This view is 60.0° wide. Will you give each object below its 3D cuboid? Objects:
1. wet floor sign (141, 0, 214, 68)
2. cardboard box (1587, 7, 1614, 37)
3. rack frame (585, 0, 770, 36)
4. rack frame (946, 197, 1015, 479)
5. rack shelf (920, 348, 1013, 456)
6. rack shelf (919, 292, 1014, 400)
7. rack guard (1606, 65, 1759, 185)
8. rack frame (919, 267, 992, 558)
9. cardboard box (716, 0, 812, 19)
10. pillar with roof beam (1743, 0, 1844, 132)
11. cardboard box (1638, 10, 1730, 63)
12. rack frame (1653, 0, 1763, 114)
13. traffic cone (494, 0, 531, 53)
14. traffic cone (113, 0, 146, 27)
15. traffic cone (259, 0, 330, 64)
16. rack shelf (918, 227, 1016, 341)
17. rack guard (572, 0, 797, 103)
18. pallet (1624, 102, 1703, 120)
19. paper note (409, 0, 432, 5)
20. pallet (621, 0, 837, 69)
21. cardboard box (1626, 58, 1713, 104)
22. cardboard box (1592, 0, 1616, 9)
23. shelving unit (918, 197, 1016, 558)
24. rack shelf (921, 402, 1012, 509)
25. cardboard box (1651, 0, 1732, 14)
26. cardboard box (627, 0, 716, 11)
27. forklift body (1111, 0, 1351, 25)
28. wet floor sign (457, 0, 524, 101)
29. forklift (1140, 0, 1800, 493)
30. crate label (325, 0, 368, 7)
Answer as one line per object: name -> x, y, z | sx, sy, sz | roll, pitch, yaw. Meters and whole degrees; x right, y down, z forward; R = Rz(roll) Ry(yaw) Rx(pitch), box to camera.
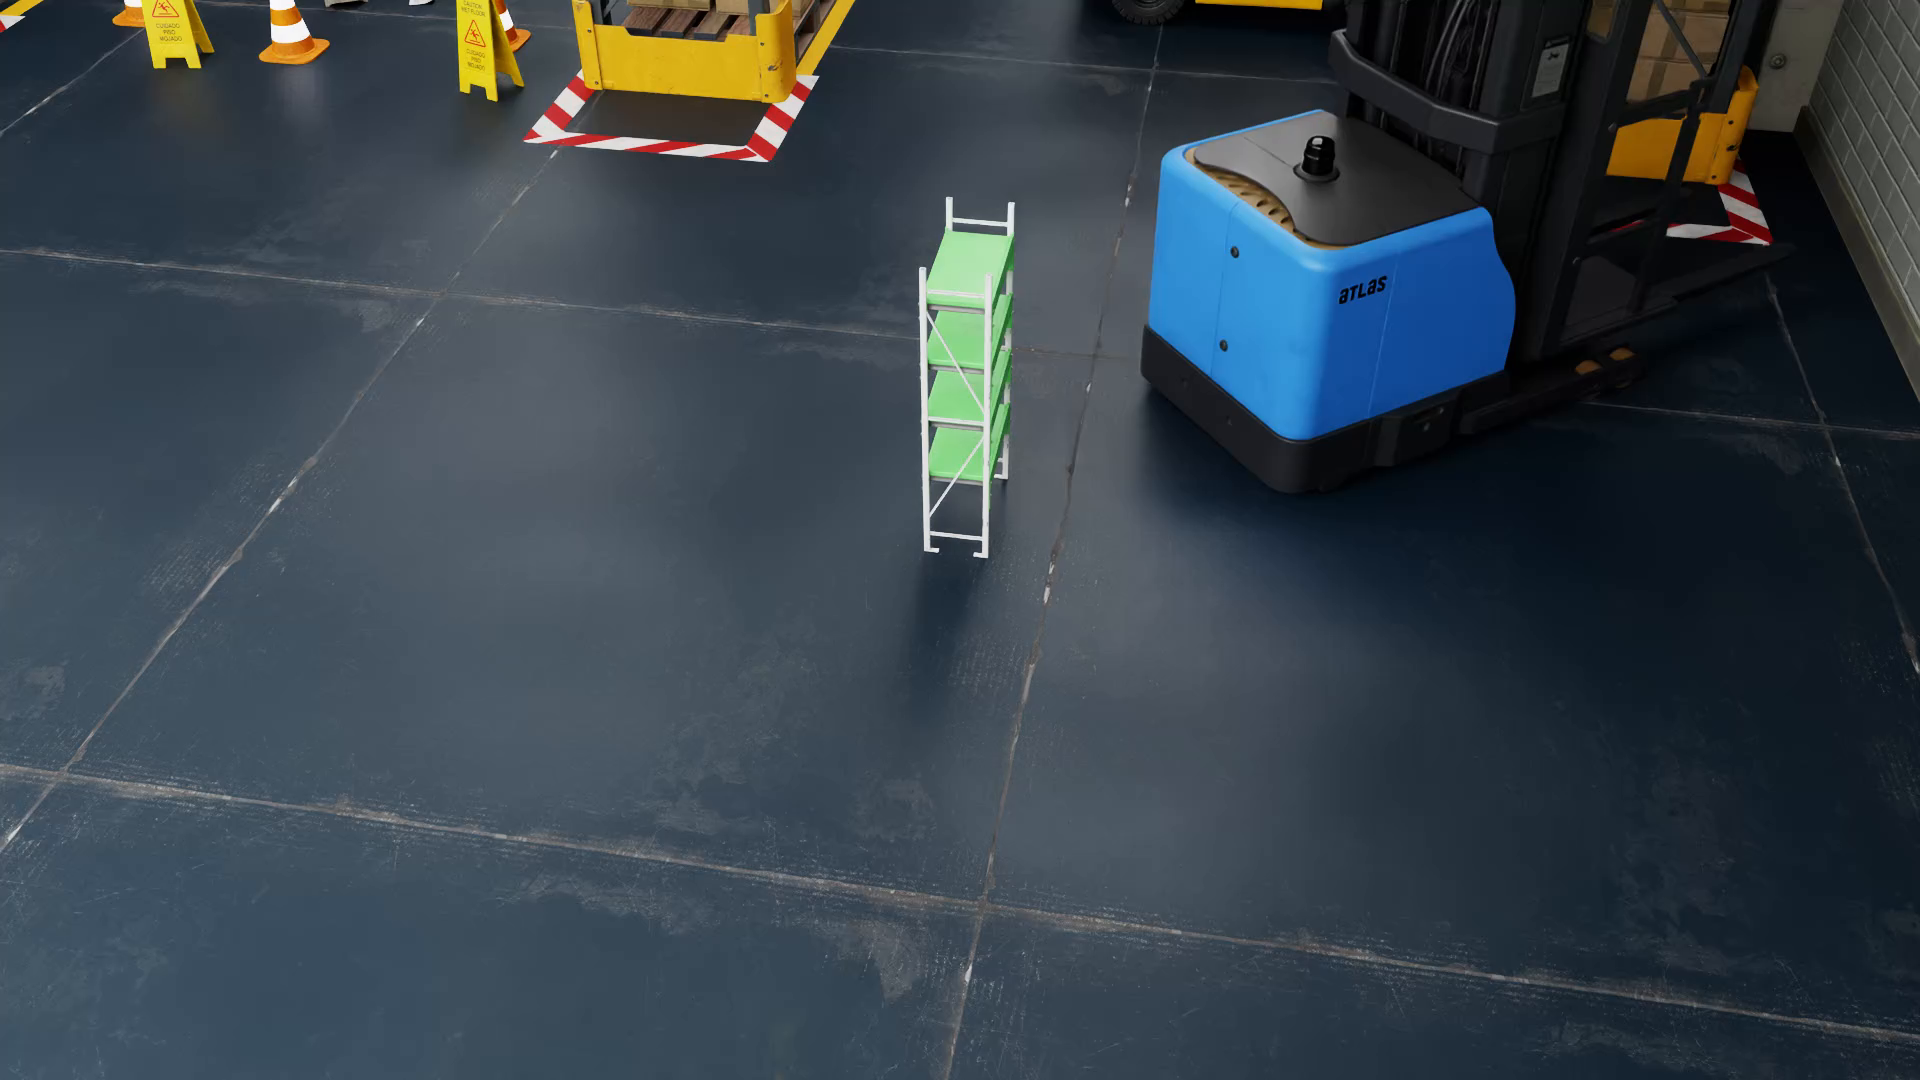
wet floor sign -> -4.475, -3.019, 9.396 | 0.267, 0.644, 0.232 | 0, 40, 0
cardboard box -> 3.138, -2.771, 8.683 | 0.500, 0.250, 0.500 | 6, 40, 7
rack frame -> -1.528, -3.681, 8.348 | 1.000, 3.000, 0.127 | 6, 40, 8
rack frame -> 0.071, -0.719, 6.179 | 0.240, 1.200, 0.015 | 6, 40, 8
rack shelf -> 0.029, -0.517, 6.034 | 0.258, 0.148, 0.480 | 6, 40, 8
rack shelf -> 0.029, -0.702, 5.881 | 0.258, 0.148, 0.480 | 6, 40, 8
rack guard -> 3.358, -2.157, 8.467 | 1.175, 0.500, 0.348 | 6, 40, 8
rack frame -> -0.014, -0.413, 5.808 | 0.240, 1.200, 0.015 | 6, 40, 8
cardboard box -> -1.116, -3.259, 9.666 | 0.500, 0.250, 0.500 | 6, 40, 7
pillar with roof beam -> 0.130, -6.260, 6.760 | 9.100, 9.000, 0.400 | 6, 40, 8
cardboard box -> 3.648, -2.703, 8.601 | 0.500, 0.250, 0.500 | 7, 40, 8
rack frame -> 3.362, -3.136, 7.689 | 1.000, 3.000, 0.127 | 6, 40, 8
traffic cone -> -2.724, -3.115, 9.655 | 0.336, 0.463, 0.334 | 6, 40, 8
traffic cone -> -4.930, -3.362, 9.954 | 0.336, 0.463, 0.334 | 6, 40, 8
traffic cone -> -3.876, -3.024, 9.545 | 0.336, 0.463, 0.334 | 6, 40, 8
rack shelf -> 0.029, -0.887, 5.728 | 0.258, 0.148, 0.480 | 6, 40, 8
rack guard -> -1.515, -2.765, 9.202 | 1.175, 0.500, 0.348 | 6, 40, 8
pallet -> 3.453, -2.546, 9.163 | 1.003, 0.211, 1.213 | 6, 40, 8
paper note -> -3.325, -3.349, 10.277 | 0.148, 0.019, 0.142 | -6, 40, -8
pallet -> -1.339, -3.160, 9.906 | 1.003, 0.211, 1.213 | 6, 40, 8
cardboard box -> 3.639, -2.525, 8.778 | 0.500, 0.250, 0.500 | 7, 40, 8
cardboard box -> 3.134, -2.947, 8.504 | 0.500, 0.250, 0.500 | 8, 40, 9
shelving unit -> 0.029, -0.566, 5.993 | 0.258, 1.200, 0.503 | 6, 40, 8
rack shelf -> 0.029, -0.332, 6.187 | 0.258, 0.148, 0.480 | 6, 40, 8
cardboard box -> 3.631, -2.904, 8.452 | 0.500, 0.250, 0.500 | 6, 40, 7
cardboard box -> -1.649, -3.335, 9.758 | 0.500, 0.250, 0.500 | 6, 40, 7
forklift body -> 1.893, -4.200, 9.642 | 2.313, 2.155, 1.214 | 6, 40, 8
wet floor sign -> -2.615, -2.772, 9.097 | 0.267, 0.644, 0.232 | 20, 44, 23
forklift -> 2.299, -1.987, 6.354 | 3.031, 2.935, 1.130 | -20, 43, -22
crate label -> -3.801, -3.399, 10.254 | 0.250, 0.136, 0.298 | -13, 41, -15
